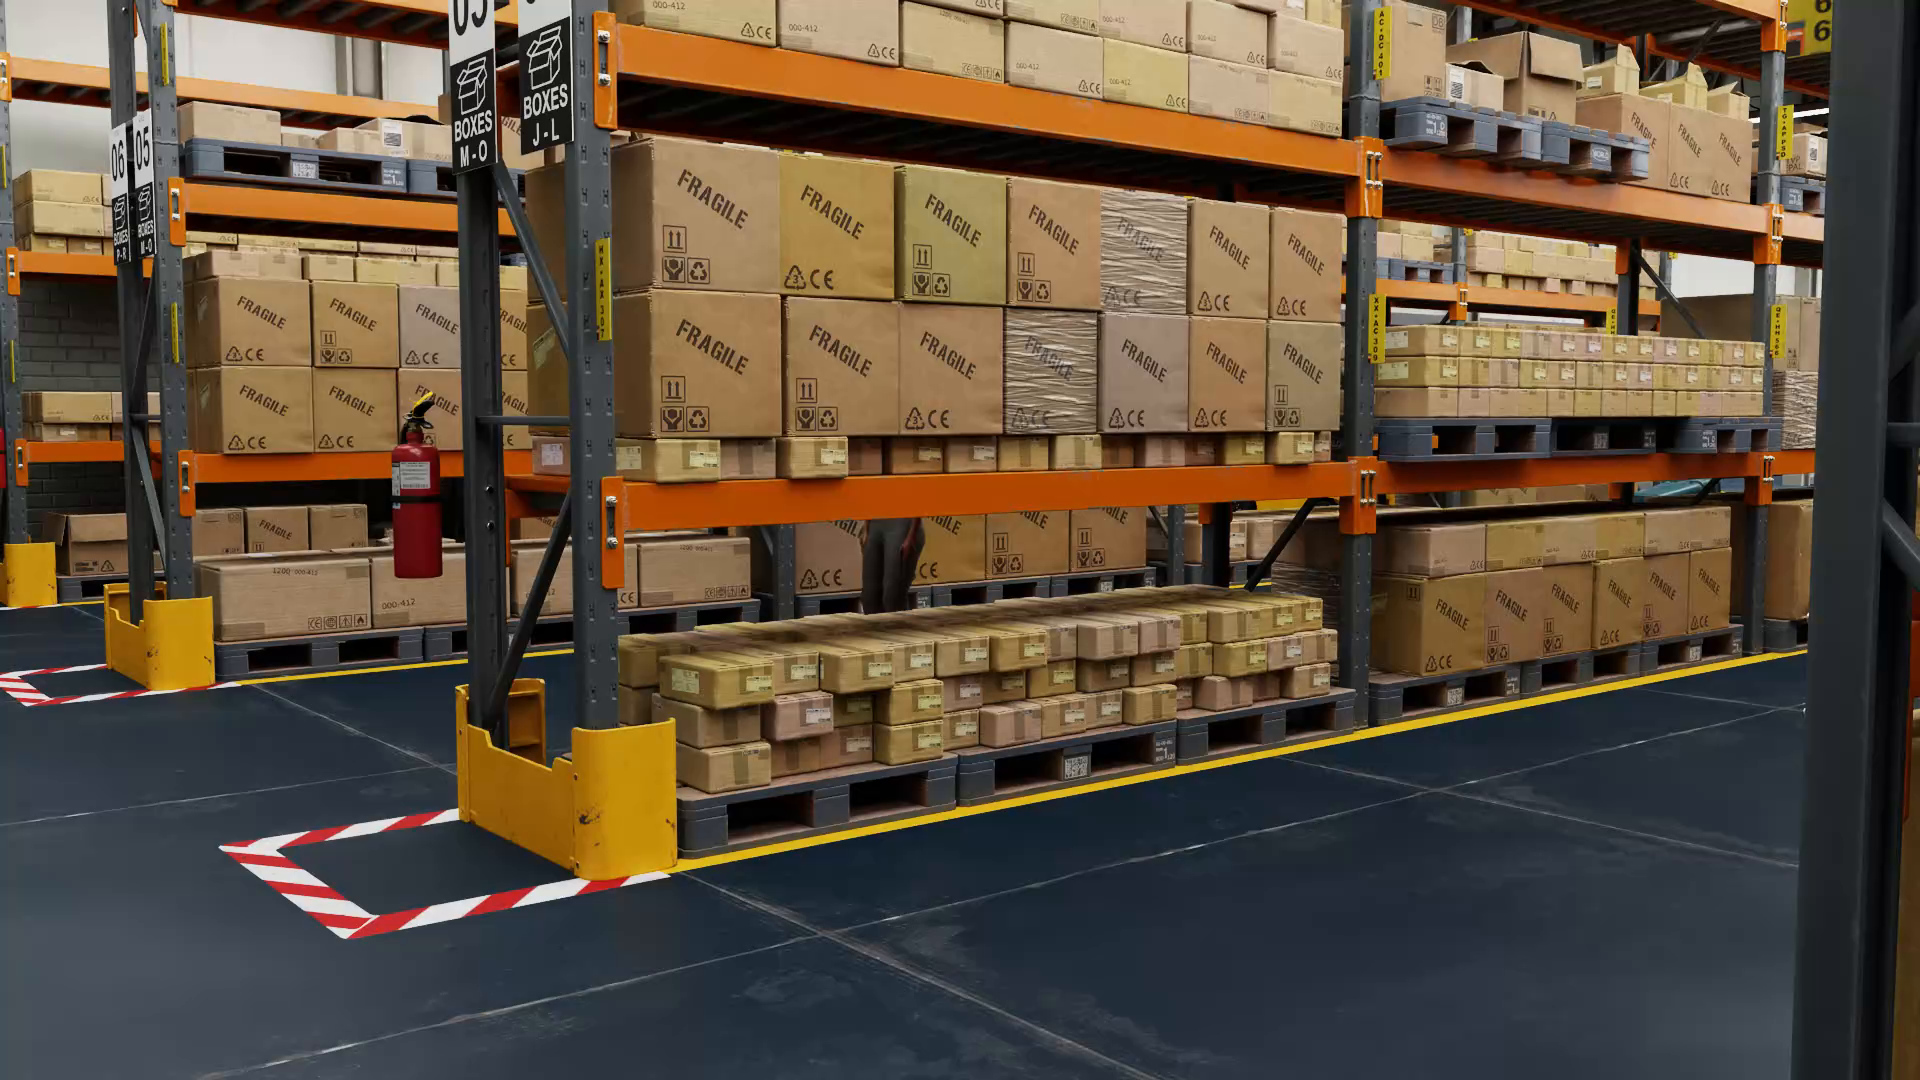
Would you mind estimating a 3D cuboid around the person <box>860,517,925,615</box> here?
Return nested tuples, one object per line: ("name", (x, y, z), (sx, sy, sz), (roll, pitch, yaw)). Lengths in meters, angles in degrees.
("person", (-0.419, -0.018, 9.519), (0.396, 1.654, 0.503), (-4, 6, -39))
